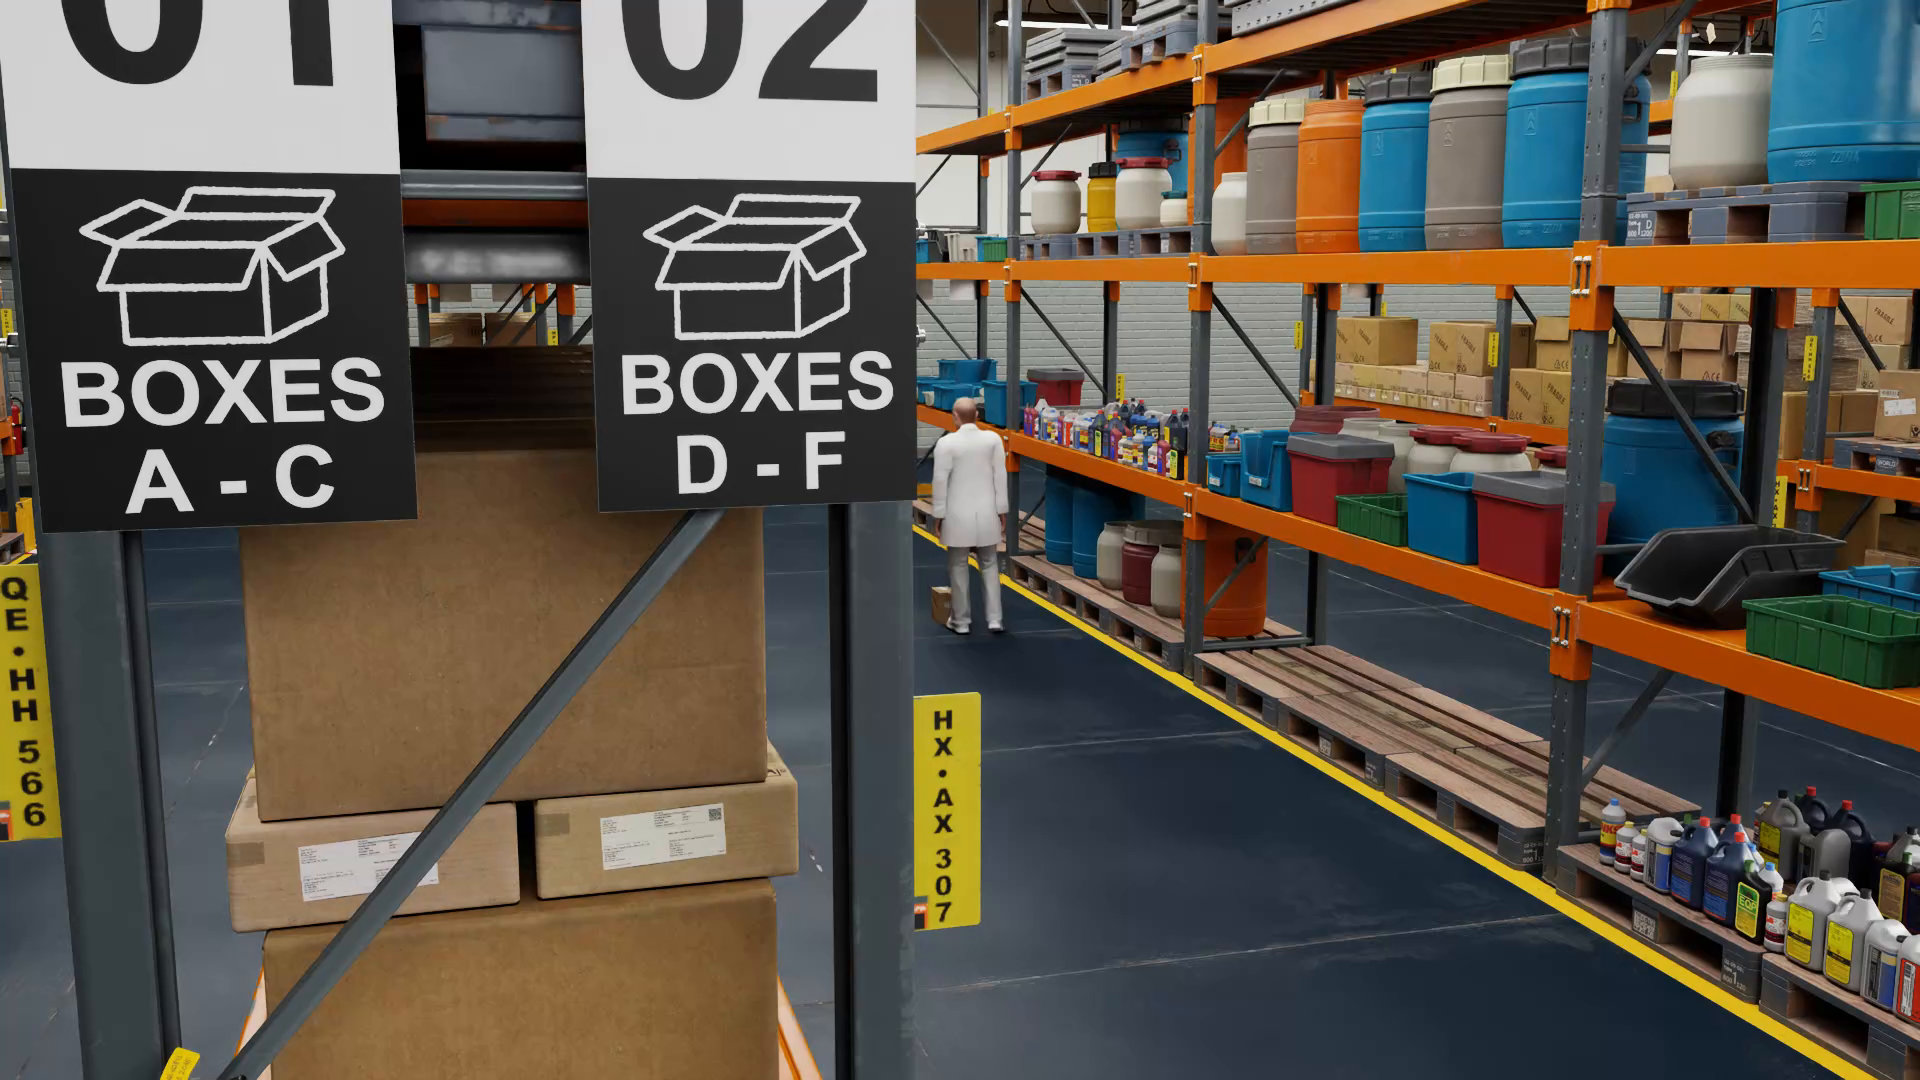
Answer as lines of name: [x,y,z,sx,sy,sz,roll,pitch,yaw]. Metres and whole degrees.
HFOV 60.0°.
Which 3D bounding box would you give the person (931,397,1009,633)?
person: [0.053,-0.173,12.515,0.603,1.820,0.461,-3,9,-17]
